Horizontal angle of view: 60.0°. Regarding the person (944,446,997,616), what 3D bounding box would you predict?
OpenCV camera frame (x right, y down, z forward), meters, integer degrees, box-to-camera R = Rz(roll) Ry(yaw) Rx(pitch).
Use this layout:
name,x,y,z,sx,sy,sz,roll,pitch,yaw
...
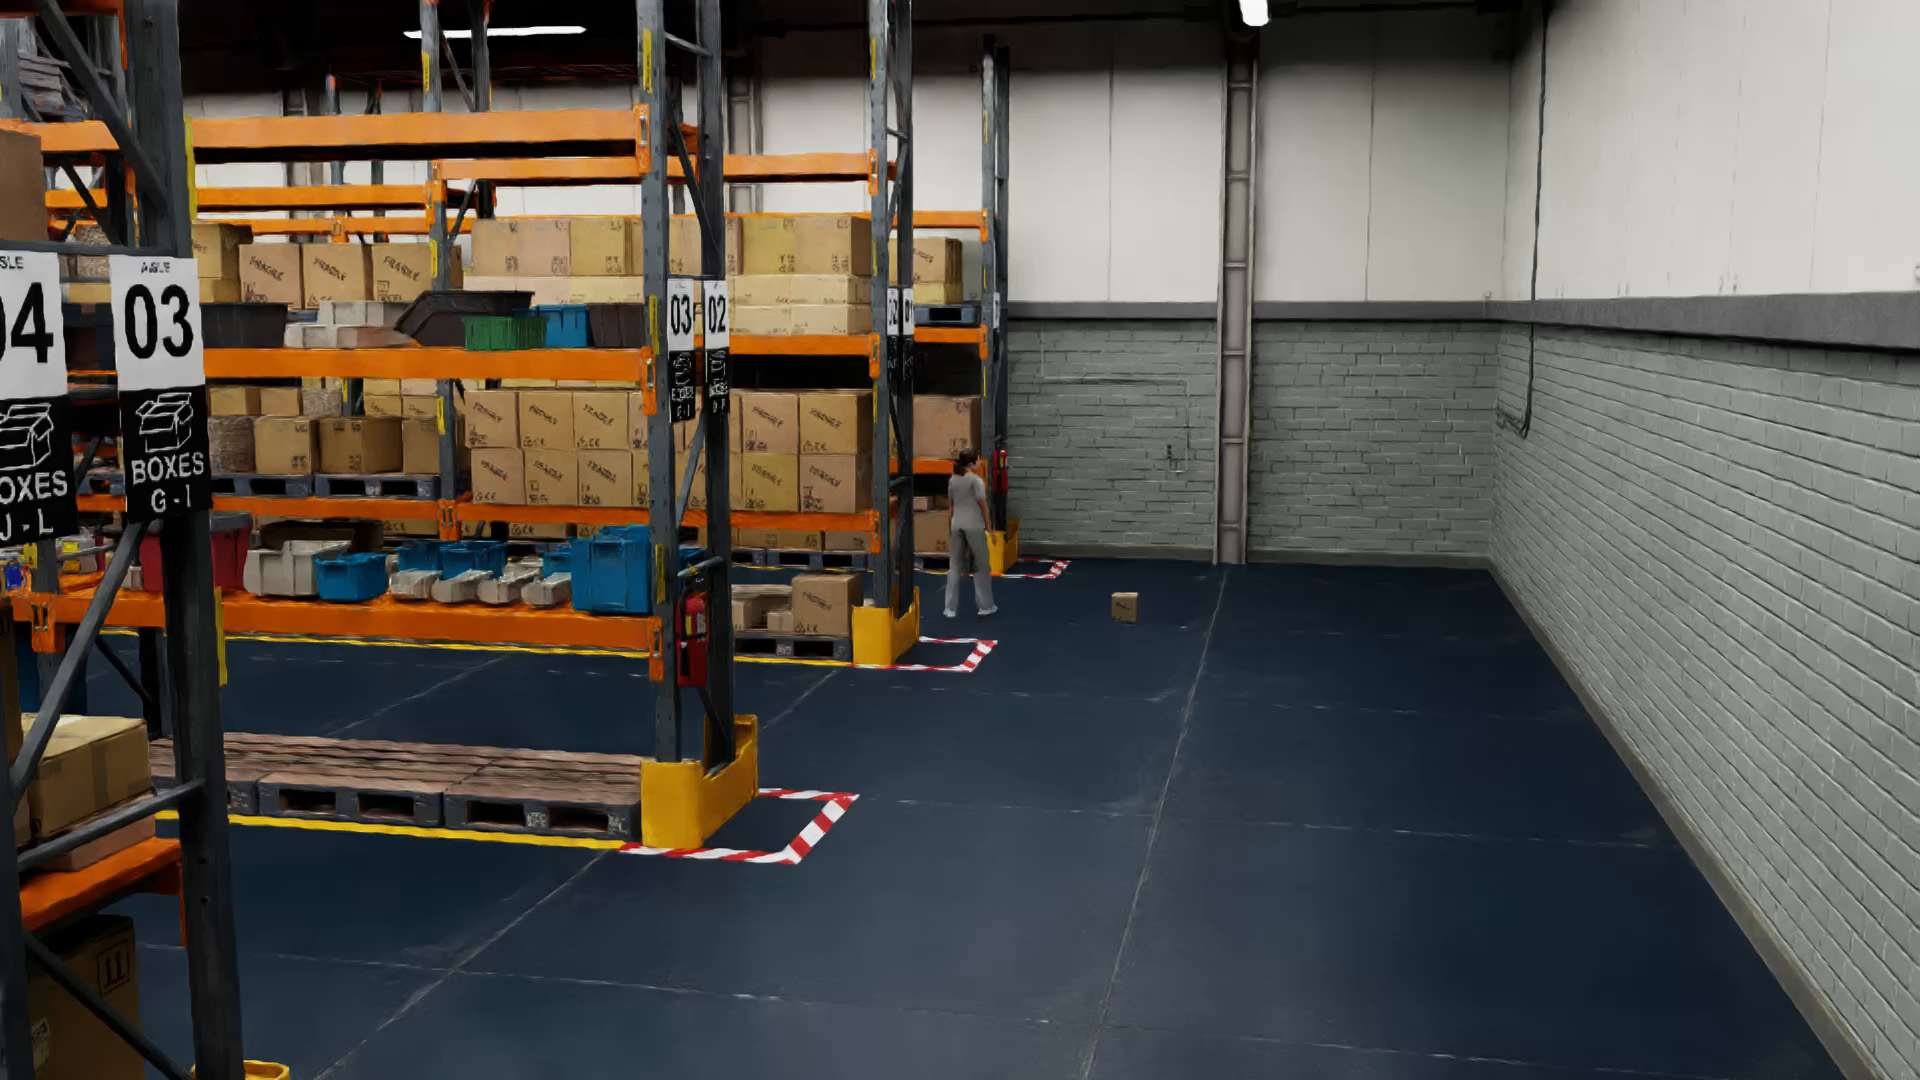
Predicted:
name,x,y,z,sx,sy,sz,roll,pitch,yaw
person,0.126,-0.089,16.287,0.561,1.668,0.574,5,10,34
